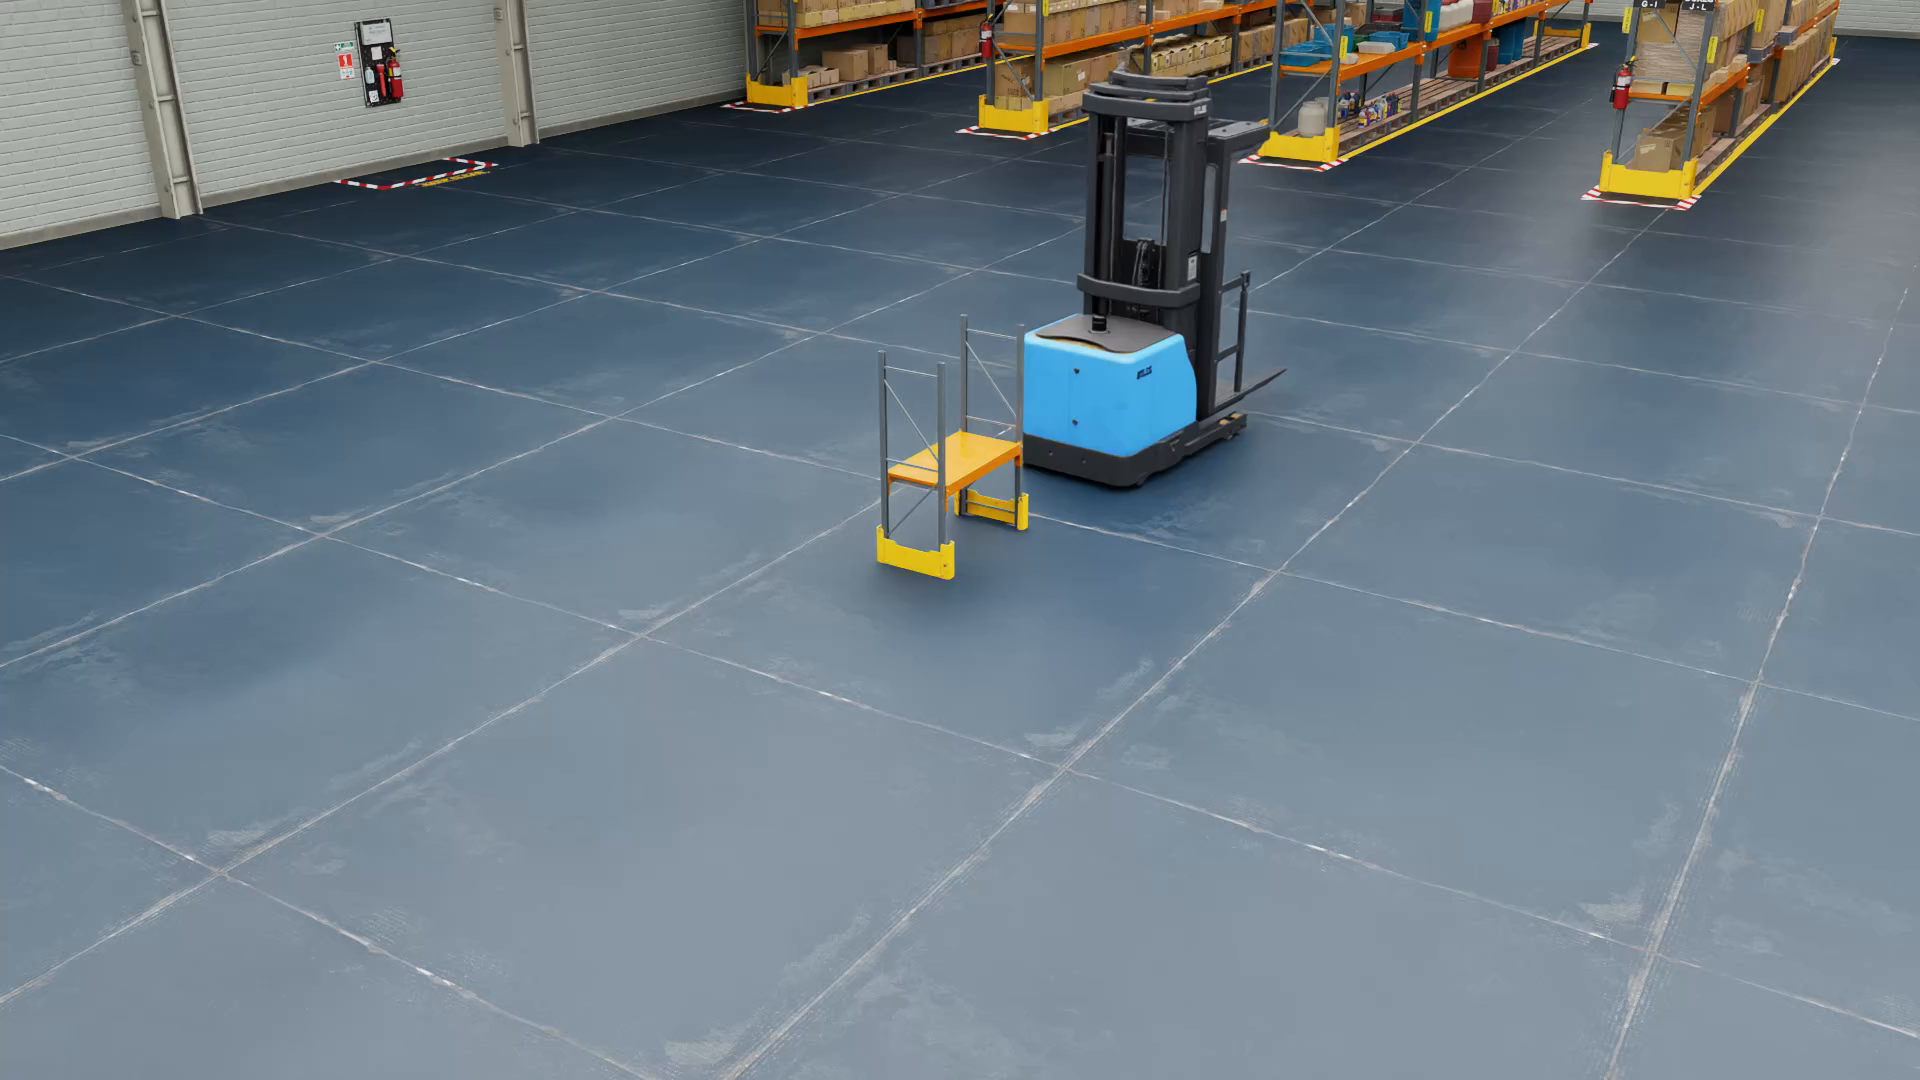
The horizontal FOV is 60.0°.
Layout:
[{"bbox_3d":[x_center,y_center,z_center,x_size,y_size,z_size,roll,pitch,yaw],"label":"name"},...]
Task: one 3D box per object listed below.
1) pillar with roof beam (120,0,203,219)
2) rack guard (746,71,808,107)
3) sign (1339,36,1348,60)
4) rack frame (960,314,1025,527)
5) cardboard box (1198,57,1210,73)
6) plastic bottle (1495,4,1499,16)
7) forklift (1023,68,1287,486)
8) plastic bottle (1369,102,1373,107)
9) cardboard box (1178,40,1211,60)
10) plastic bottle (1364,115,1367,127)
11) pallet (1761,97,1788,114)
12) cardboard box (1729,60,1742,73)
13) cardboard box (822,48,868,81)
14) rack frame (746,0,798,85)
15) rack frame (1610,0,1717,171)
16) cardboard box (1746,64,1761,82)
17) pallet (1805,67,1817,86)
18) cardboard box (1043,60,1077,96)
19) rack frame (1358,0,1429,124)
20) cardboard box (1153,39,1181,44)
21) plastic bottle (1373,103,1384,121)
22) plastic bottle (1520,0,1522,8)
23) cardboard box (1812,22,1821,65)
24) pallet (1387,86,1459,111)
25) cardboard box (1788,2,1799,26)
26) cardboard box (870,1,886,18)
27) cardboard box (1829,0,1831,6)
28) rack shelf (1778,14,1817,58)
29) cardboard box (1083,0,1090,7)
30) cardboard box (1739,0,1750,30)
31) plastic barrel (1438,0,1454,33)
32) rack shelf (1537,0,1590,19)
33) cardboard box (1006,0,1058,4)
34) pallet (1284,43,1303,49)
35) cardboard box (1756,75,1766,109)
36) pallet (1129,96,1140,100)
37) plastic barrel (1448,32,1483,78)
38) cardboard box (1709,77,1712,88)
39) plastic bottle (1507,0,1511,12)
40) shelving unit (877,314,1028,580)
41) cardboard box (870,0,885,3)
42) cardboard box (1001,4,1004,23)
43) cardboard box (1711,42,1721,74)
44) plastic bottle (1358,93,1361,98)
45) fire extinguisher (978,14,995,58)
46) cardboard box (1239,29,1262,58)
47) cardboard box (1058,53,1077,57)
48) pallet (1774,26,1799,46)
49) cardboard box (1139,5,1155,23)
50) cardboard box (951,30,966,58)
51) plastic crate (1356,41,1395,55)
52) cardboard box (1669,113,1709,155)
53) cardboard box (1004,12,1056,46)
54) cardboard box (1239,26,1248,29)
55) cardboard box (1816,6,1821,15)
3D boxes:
[{"bbox_3d":[-6.361,-7.418,17.558,9.100,9.000,0.400,14,27,29],"label":"pillar with roof beam"},{"bbox_3d":[-3.282,-8.078,29.780,1.175,0.500,0.348,14,27,29],"label":"rack guard"},{"bbox_3d":[5.559,-7.134,24.104,0.100,0.325,0.005,14,27,29],"label":"sign"},{"bbox_3d":[0.223,-0.831,11.782,0.500,1.500,0.032,14,27,29],"label":"rack frame"},{"bbox_3d":[4.501,-9.221,32.207,0.500,0.250,0.500,15,27,30],"label":"cardboard box"},{"bbox_3d":[10.029,-9.949,31.104,0.061,0.283,0.133,14,27,29],"label":"plastic bottle"},{"bbox_3d":[1.726,-2.270,13.303,1.130,2.935,3.031,17,28,33],"label":"forklift"},{"bbox_3d":[6.658,-6.945,26.883,0.061,0.283,0.133,14,27,29],"label":"plastic bottle"},{"bbox_3d":[4.504,-9.476,32.090,0.500,0.311,0.500,14,27,29],"label":"cardboard box"},{"bbox_3d":[6.370,-6.623,26.241,0.097,0.201,0.097,0,23,0],"label":"plastic bottle"},{"bbox_3d":[14.002,-7.756,29.400,1.003,0.211,1.213,14,27,29],"label":"pallet"},{"bbox_3d":[11.188,-6.924,24.285,0.380,0.149,0.250,14,27,29],"label":"cardboard box"},{"bbox_3d":[-2.151,-8.898,31.122,0.700,0.500,0.500,12,26,26],"label":"cardboard box"},{"bbox_3d":[-3.322,-9.199,29.225,1.000,3.000,0.127,14,27,29],"label":"rack frame"},{"bbox_3d":[9.302,-6.085,22.031,1.000,3.000,0.127,14,27,29],"label":"rack frame"},{"bbox_3d":[12.923,-7.771,27.573,0.500,0.250,0.500,17,29,35],"label":"cardboard box"},{"bbox_3d":[16.100,-9.096,32.496,1.003,0.211,1.213,14,27,29],"label":"pallet"},{"bbox_3d":[1.622,-7.741,27.844,0.500,0.500,0.500,14,27,29],"label":"cardboard box"},{"bbox_3d":[7.204,-8.473,27.547,1.000,3.000,0.127,14,27,29],"label":"rack frame"},{"bbox_3d":[4.041,-9.585,32.342,0.500,0.311,0.500,13,27,28],"label":"cardboard box"},{"bbox_3d":[6.749,-6.920,26.833,0.152,0.276,0.135,14,27,30],"label":"plastic bottle"},{"bbox_3d":[10.923,-10.498,32.474,0.097,0.201,0.097,0,23,0],"label":"plastic bottle"},{"bbox_3d":[16.048,-9.559,32.201,0.875,0.875,0.875,14,27,29],"label":"cardboard box"},{"bbox_3d":[8.228,-7.880,29.687,1.003,0.211,1.213,14,27,29],"label":"pallet"},{"bbox_3d":[14.010,-8.938,28.496,0.500,0.500,0.500,15,27,30],"label":"cardboard box"},{"bbox_3d":[-1.727,-9.927,31.069,0.500,0.250,0.500,14,27,29],"label":"cardboard box"},{"bbox_3d":[17.027,-10.665,32.927,0.380,0.149,0.250,14,27,30],"label":"cardboard box"},{"bbox_3d":[14.577,-9.130,29.970,1.077,0.370,4.000,14,27,29],"label":"rack shelf"},{"bbox_3d":[1.956,-9.028,27.887,0.380,0.149,0.250,13,27,28],"label":"cardboard box"},{"bbox_3d":[10.881,-7.529,23.608,0.500,0.500,0.500,14,27,29],"label":"cardboard box"},{"bbox_3d":[8.282,-9.060,28.732,0.433,0.535,0.433,0,23,0],"label":"plastic barrel"},{"bbox_3d":[12.479,-11.518,35.487,1.077,0.370,4.000,14,27,29],"label":"rack shelf"},{"bbox_3d":[1.173,-8.977,26.951,0.700,0.500,0.500,14,27,29],"label":"cardboard box"},{"bbox_3d":[6.821,-10.650,36.087,1.003,0.211,1.213,14,27,29],"label":"pallet"},{"bbox_3d":[13.186,-7.610,28.145,0.700,0.500,0.500,12,26,26],"label":"cardboard box"},{"bbox_3d":[2.543,-7.973,29.902,1.003,0.211,1.213,14,27,29],"label":"pallet"},{"bbox_3d":[9.558,-9.189,31.403,0.600,0.830,0.708,14,27,29],"label":"plastic barrel"},{"bbox_3d":[10.062,-6.267,22.766,0.380,0.149,0.250,14,27,29],"label":"cardboard box"},{"bbox_3d":[10.465,-10.229,31.749,0.061,0.283,0.133,14,27,29],"label":"plastic bottle"},{"bbox_3d":[-0.040,-0.663,11.393,0.587,1.500,1.083,14,27,29],"label":"shelving unit"},{"bbox_3d":[-1.732,-10.272,30.922,0.500,0.500,0.500,13,27,27],"label":"cardboard box"},{"bbox_3d":[1.397,-11.326,36.315,0.750,0.750,0.750,13,27,28],"label":"cardboard box"},{"bbox_3d":[10.078,-6.801,23.184,0.875,0.500,0.500,14,27,29],"label":"cardboard box"},{"bbox_3d":[6.607,-7.276,27.647,0.061,0.283,0.133,14,27,29],"label":"plastic bottle"},{"bbox_3d":[0.431,-8.184,26.978,0.296,0.674,0.183,14,27,29],"label":"fire extinguisher"},{"bbox_3d":[5.862,-10.189,34.103,0.500,0.500,0.500,13,27,27],"label":"cardboard box"},{"bbox_3d":[1.698,-8.190,28.881,0.500,0.500,0.500,14,27,29],"label":"cardboard box"},{"bbox_3d":[13.237,-8.434,27.699,1.213,0.211,1.003,14,27,29],"label":"pallet"},{"bbox_3d":[3.221,-9.619,30.383,0.500,0.250,0.500,16,28,32],"label":"cardboard box"},{"bbox_3d":[-0.305,-10.205,34.140,0.700,0.500,0.500,14,27,30],"label":"cardboard box"},{"bbox_3d":[6.563,-7.751,26.211,0.530,0.136,0.437,14,27,29],"label":"plastic crate"},{"bbox_3d":[10.611,-5.933,24.298,0.500,0.500,0.500,11,26,24],"label":"cardboard box"},{"bbox_3d":[1.145,-8.363,27.167,0.700,0.500,0.500,14,27,29],"label":"cardboard box"},{"bbox_3d":[5.675,-10.457,34.722,0.500,0.500,0.500,13,27,27],"label":"cardboard box"},{"bbox_3d":[16.071,-10.050,31.506,0.380,0.149,0.250,14,27,29],"label":"cardboard box"}]
